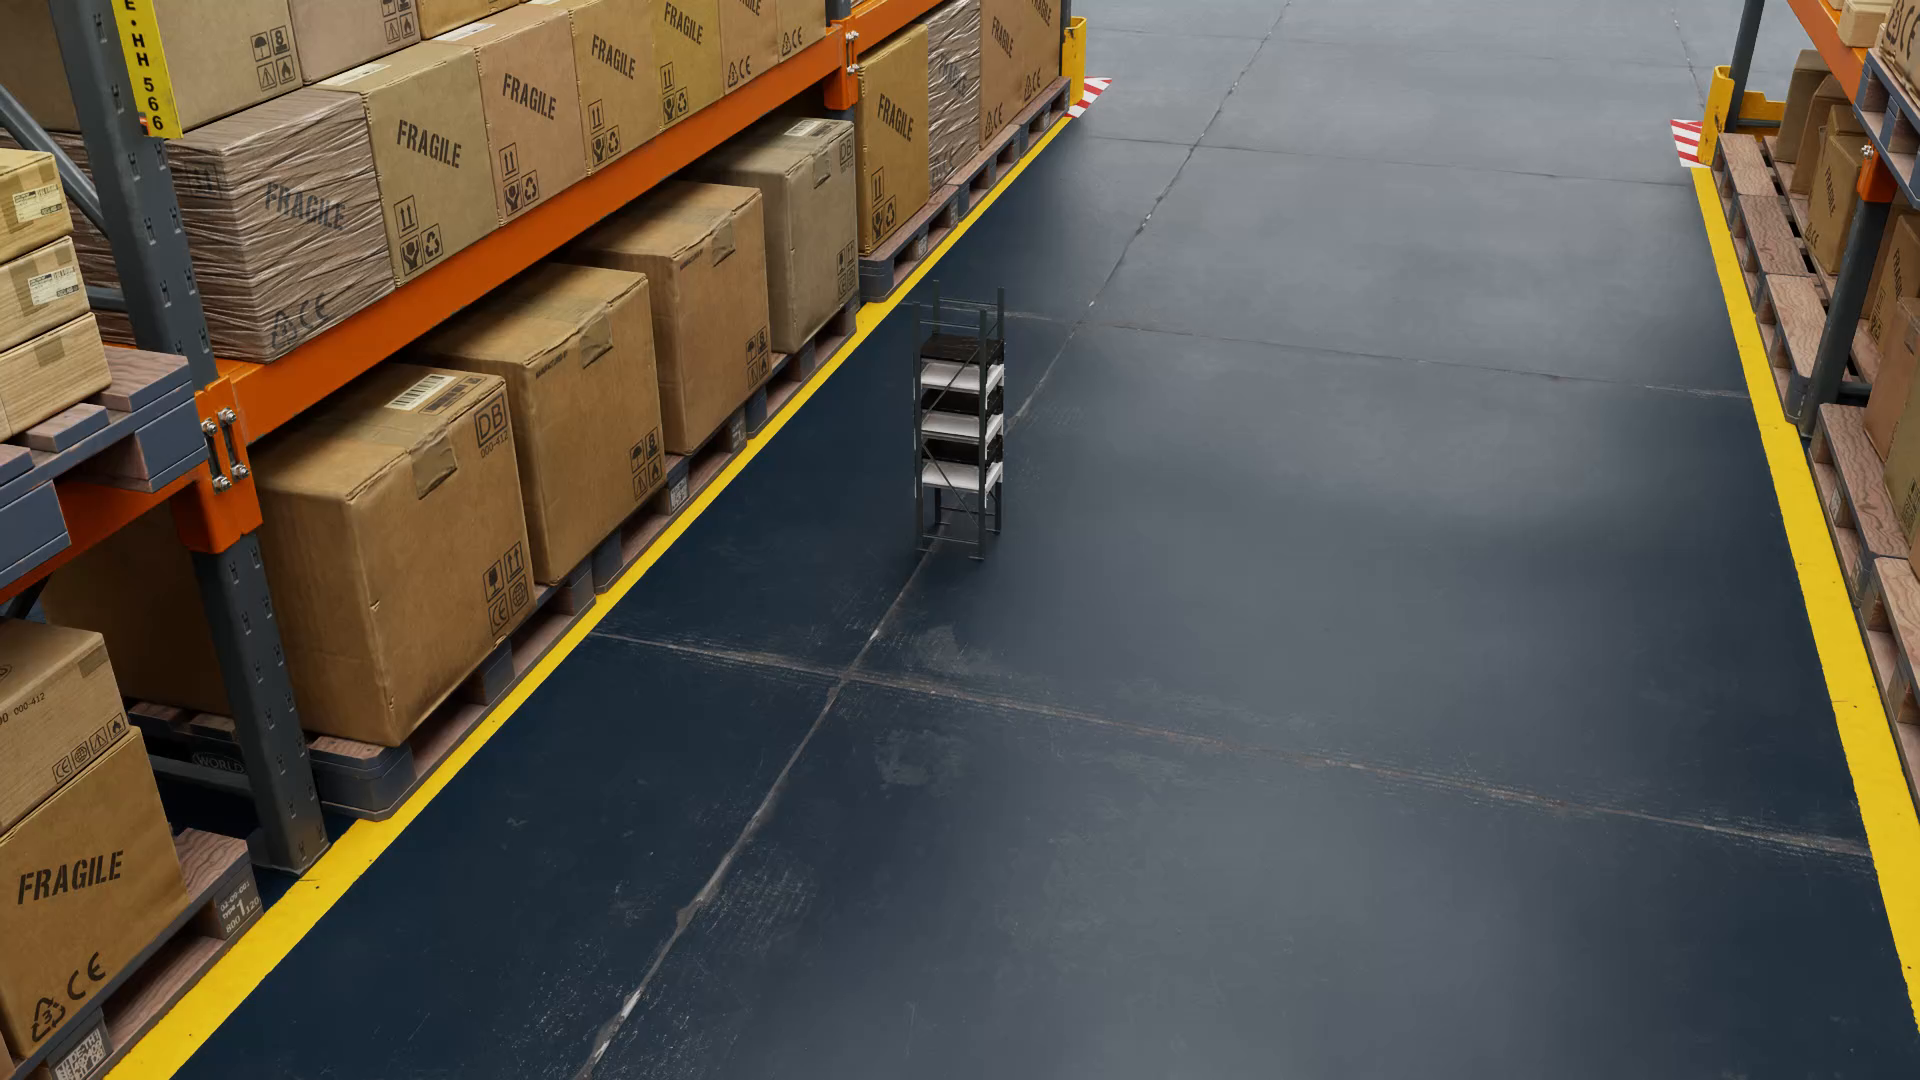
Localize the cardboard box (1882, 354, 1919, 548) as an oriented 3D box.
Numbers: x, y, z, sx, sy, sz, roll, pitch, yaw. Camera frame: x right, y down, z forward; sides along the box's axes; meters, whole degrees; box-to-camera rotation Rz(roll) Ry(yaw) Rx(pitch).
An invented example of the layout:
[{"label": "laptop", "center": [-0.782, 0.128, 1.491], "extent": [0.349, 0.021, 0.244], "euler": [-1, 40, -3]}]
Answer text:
[{"label": "cardboard box", "center": [3.400, -0.257, 5.246], "extent": [0.700, 0.500, 0.500], "euler": [8, 30, 15]}]

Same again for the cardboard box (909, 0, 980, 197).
[{"label": "cardboard box", "center": [-0.441, -2.370, 8.678], "extent": [0.875, 0.875, 0.875], "euler": [9, 30, 15]}]

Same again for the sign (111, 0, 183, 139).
[{"label": "sign", "center": [-1.606, -0.953, 3.267], "extent": [0.100, 0.325, 0.005], "euler": [8, 30, 15]}]

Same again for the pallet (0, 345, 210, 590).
[{"label": "pallet", "center": [-2.235, -0.124, 3.085], "extent": [1.213, 0.211, 1.003], "euler": [8, 30, 15]}]

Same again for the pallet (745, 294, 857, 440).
[{"label": "pallet", "center": [-1.108, -0.825, 7.016], "extent": [1.003, 0.211, 1.213], "euler": [8, 30, 15]}]

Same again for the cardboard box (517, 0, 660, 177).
[{"label": "cardboard box", "center": [-1.294, -1.470, 5.205], "extent": [0.500, 0.500, 0.500], "euler": [8, 30, 14]}]

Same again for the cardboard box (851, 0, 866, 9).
[{"label": "cardboard box", "center": [-0.856, -2.652, 7.277], "extent": [0.875, 0.550, 0.550], "euler": [8, 30, 15]}]

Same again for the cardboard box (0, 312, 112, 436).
[{"label": "cardboard box", "center": [-1.833, -0.333, 3.090], "extent": [0.380, 0.149, 0.250], "euler": [9, 30, 16]}]

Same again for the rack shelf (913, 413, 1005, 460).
[{"label": "rack shelf", "center": [-0.002, -0.360, 5.541], "extent": [0.258, 0.077, 0.200], "euler": [8, 30, 15]}]

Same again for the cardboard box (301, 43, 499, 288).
[{"label": "cardboard box", "center": [-1.591, -1.005, 4.368], "extent": [0.500, 0.500, 0.500], "euler": [8, 30, 14]}]

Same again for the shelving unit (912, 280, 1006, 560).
[{"label": "shelving unit", "center": [-0.002, -0.389, 5.524], "extent": [0.258, 0.900, 0.210], "euler": [8, 30, 15]}]

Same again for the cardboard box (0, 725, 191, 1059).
[{"label": "cardboard box", "center": [-2.070, 0.698, 3.550], "extent": [0.500, 0.500, 0.500], "euler": [8, 30, 15]}]

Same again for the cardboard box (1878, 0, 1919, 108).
[{"label": "cardboard box", "center": [3.392, -1.755, 4.770], "extent": [1.000, 1.000, 1.000], "euler": [9, 30, 15]}]

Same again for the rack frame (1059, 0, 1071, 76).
[{"label": "rack frame", "center": [0.221, -4.272, 10.344], "extent": [1.000, 3.000, 0.127], "euler": [8, 30, 15]}]

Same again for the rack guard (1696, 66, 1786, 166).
[{"label": "rack guard", "center": [4.910, -2.390, 9.532], "extent": [1.175, 0.500, 0.348], "euler": [8, 30, 15]}]

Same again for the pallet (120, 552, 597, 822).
[{"label": "pallet", "center": [-1.824, 0.309, 4.978], "extent": [1.003, 0.211, 1.213], "euler": [8, 30, 15]}]

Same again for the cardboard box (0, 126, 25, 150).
[{"label": "cardboard box", "center": [-2.252, -0.846, 4.082], "extent": [0.500, 0.500, 0.500], "euler": [8, 30, 15]}]

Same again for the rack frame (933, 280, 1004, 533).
[{"label": "rack frame", "center": [0.027, -0.437, 5.609], "extent": [0.240, 0.900, 0.006], "euler": [8, 30, 15]}]

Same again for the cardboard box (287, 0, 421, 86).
[{"label": "cardboard box", "center": [-1.839, -1.477, 4.189], "extent": [0.700, 0.500, 0.500], "euler": [8, 30, 14]}]

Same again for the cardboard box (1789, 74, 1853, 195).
[{"label": "cardboard box", "center": [4.591, -2.038, 8.467], "extent": [0.500, 0.500, 0.500], "euler": [17, 33, 28]}]

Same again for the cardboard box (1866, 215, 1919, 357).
[{"label": "cardboard box", "center": [3.914, -0.930, 6.475], "extent": [0.500, 0.500, 0.500], "euler": [8, 30, 13]}]

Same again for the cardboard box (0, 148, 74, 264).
[{"label": "cardboard box", "center": [-1.833, -0.595, 2.948], "extent": [0.380, 0.149, 0.250], "euler": [7, 30, 13]}]

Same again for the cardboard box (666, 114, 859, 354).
[{"label": "cardboard box", "center": [-1.049, -1.312, 6.906], "extent": [1.050, 0.750, 0.750], "euler": [8, 30, 15]}]

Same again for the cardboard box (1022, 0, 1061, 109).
[{"label": "cardboard box", "center": [0.085, -3.203, 10.175], "extent": [0.875, 0.875, 0.875], "euler": [9, 30, 15]}]

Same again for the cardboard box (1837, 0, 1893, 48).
[{"label": "cardboard box", "center": [3.721, -2.045, 6.599], "extent": [0.380, 0.149, 0.250], "euler": [8, 30, 15]}]

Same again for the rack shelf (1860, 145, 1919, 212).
[{"label": "rack shelf", "center": [3.172, -0.415, 4.150], "extent": [1.077, 0.370, 4.000], "euler": [8, 30, 15]}]

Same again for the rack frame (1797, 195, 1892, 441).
[{"label": "rack frame", "center": [3.759, -1.659, 5.646], "extent": [1.000, 3.000, 0.127], "euler": [8, 30, 15]}]

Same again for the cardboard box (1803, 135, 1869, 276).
[{"label": "cardboard box", "center": [4.182, -1.497, 7.495], "extent": [0.500, 0.500, 0.500], "euler": [6, 30, 10]}]

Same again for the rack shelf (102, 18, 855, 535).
[{"label": "rack shelf", "center": [-1.540, -1.169, 5.507], "extent": [1.077, 0.370, 4.000], "euler": [8, 30, 15]}]

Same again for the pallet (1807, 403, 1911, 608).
[{"label": "pallet", "center": [3.532, -0.078, 5.673], "extent": [1.003, 0.211, 1.213], "euler": [8, 30, 15]}]

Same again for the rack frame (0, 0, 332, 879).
[{"label": "rack frame", "center": [-2.127, -0.554, 3.661], "extent": [1.000, 3.000, 0.127], "euler": [8, 30, 15]}]

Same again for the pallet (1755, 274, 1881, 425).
[{"label": "pallet", "center": [3.922, -0.757, 6.894], "extent": [1.003, 0.211, 1.213], "euler": [8, 30, 15]}]

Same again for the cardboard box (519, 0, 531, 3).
[{"label": "cardboard box", "center": [-1.541, -1.954, 5.045], "extent": [0.700, 0.500, 0.500], "euler": [8, 30, 14]}]

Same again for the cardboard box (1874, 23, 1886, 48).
[{"label": "cardboard box", "center": [3.623, -1.805, 6.168], "extent": [0.380, 0.149, 0.250], "euler": [8, 30, 15]}]

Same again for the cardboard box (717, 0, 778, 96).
[{"label": "cardboard box", "center": [-0.999, -1.941, 6.052], "extent": [0.500, 0.500, 0.500], "euler": [8, 30, 14]}]

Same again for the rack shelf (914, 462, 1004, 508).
[{"label": "rack shelf", "center": [-0.002, -0.203, 5.628], "extent": [0.258, 0.077, 0.200], "euler": [8, 30, 15]}]

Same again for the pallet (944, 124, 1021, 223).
[{"label": "pallet", "center": [-0.299, -2.106, 9.318], "extent": [1.003, 0.211, 1.213], "euler": [8, 30, 15]}]

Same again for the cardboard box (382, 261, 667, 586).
[{"label": "cardboard box", "center": [-1.609, -0.432, 5.323], "extent": [1.050, 0.750, 0.750], "euler": [9, 30, 16]}]

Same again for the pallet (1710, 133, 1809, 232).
[{"label": "pallet", "center": [4.638, -1.891, 8.932], "extent": [1.003, 0.211, 1.213], "euler": [8, 30, 15]}]

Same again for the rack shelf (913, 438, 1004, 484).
[{"label": "rack shelf", "center": [-0.002, -0.282, 5.584], "extent": [0.258, 0.077, 0.200], "euler": [8, 30, 15]}]
